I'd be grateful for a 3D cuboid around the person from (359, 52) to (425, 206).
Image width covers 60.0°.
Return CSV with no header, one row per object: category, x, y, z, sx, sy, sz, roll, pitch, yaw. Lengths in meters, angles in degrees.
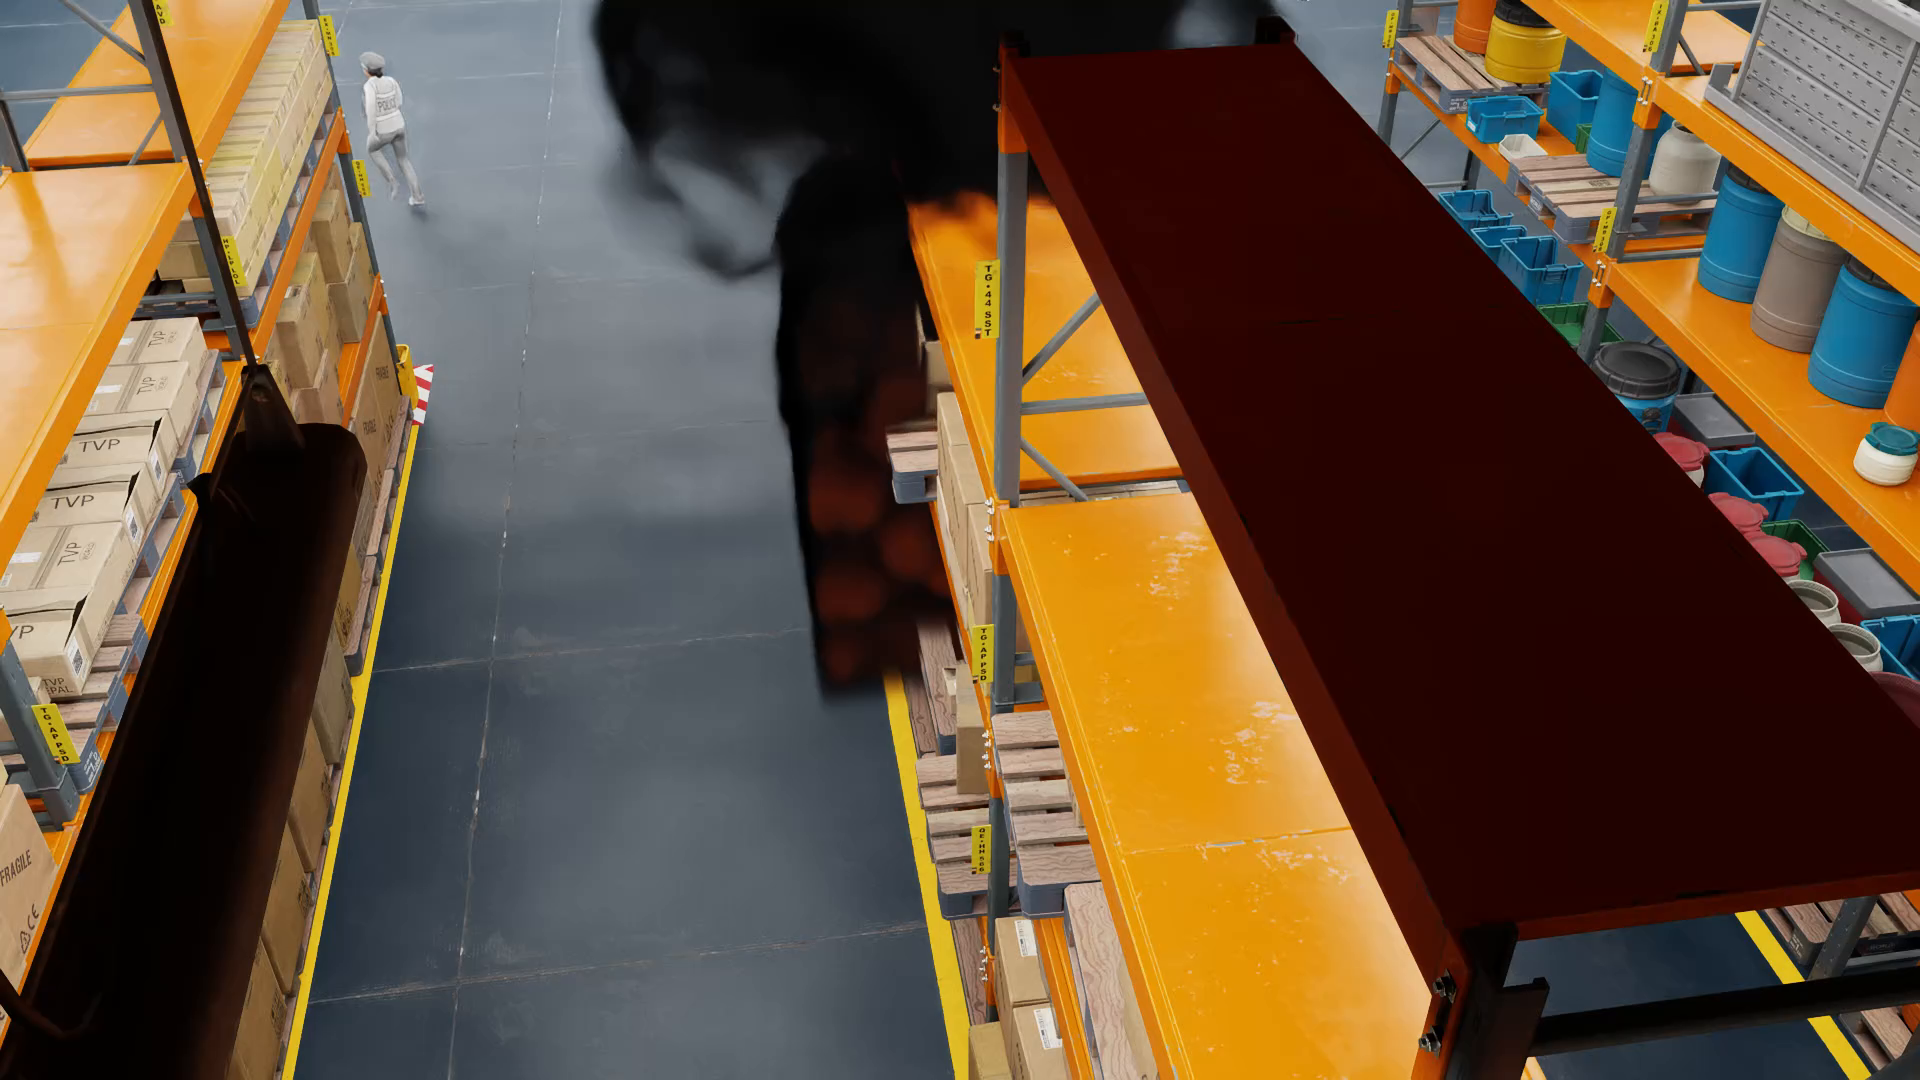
person,-6.215,-4.427,18.062,0.792,1.679,0.641,24,42,29
